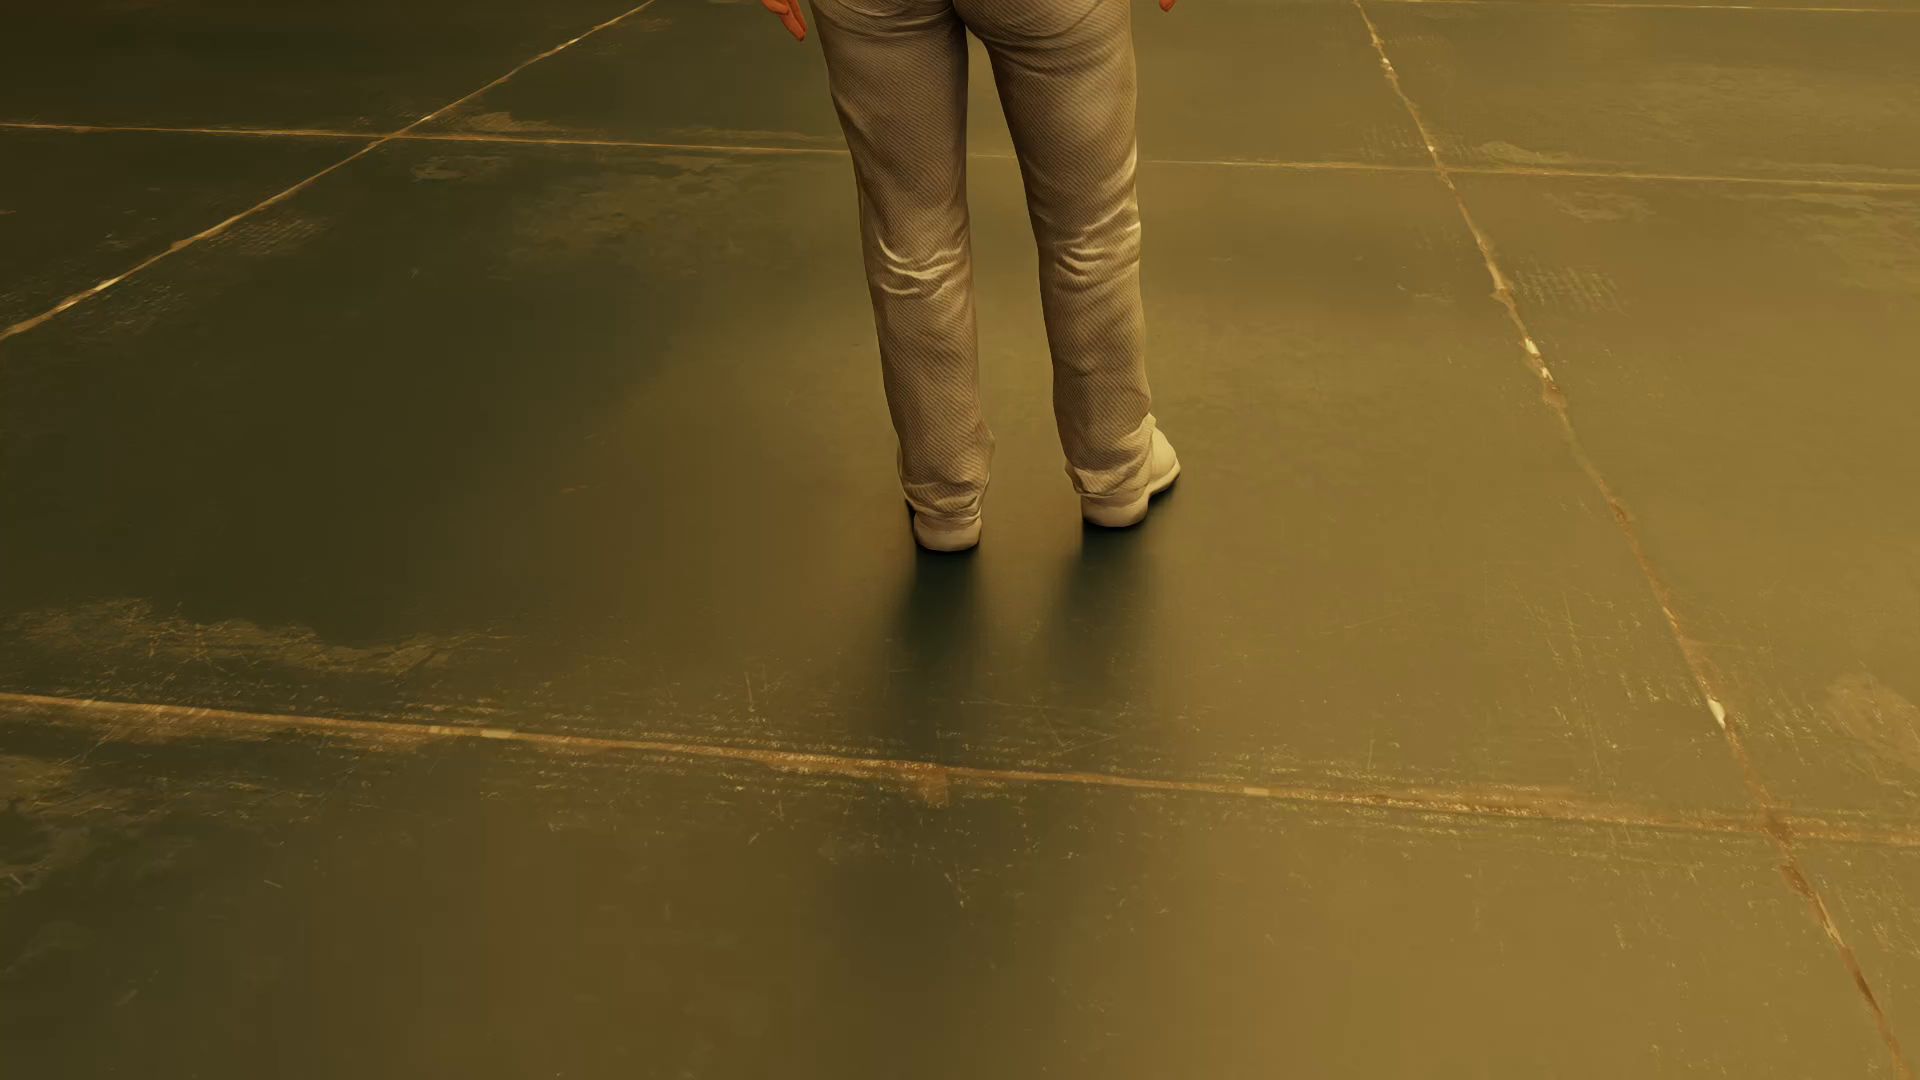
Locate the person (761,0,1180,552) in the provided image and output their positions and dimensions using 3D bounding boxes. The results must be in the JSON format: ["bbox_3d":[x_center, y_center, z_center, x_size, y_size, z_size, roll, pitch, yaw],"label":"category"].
[{"bbox_3d":[0.016,-0.827,2.155,0.632,1.773,0.568,3,27,7],"label":"person"}]
